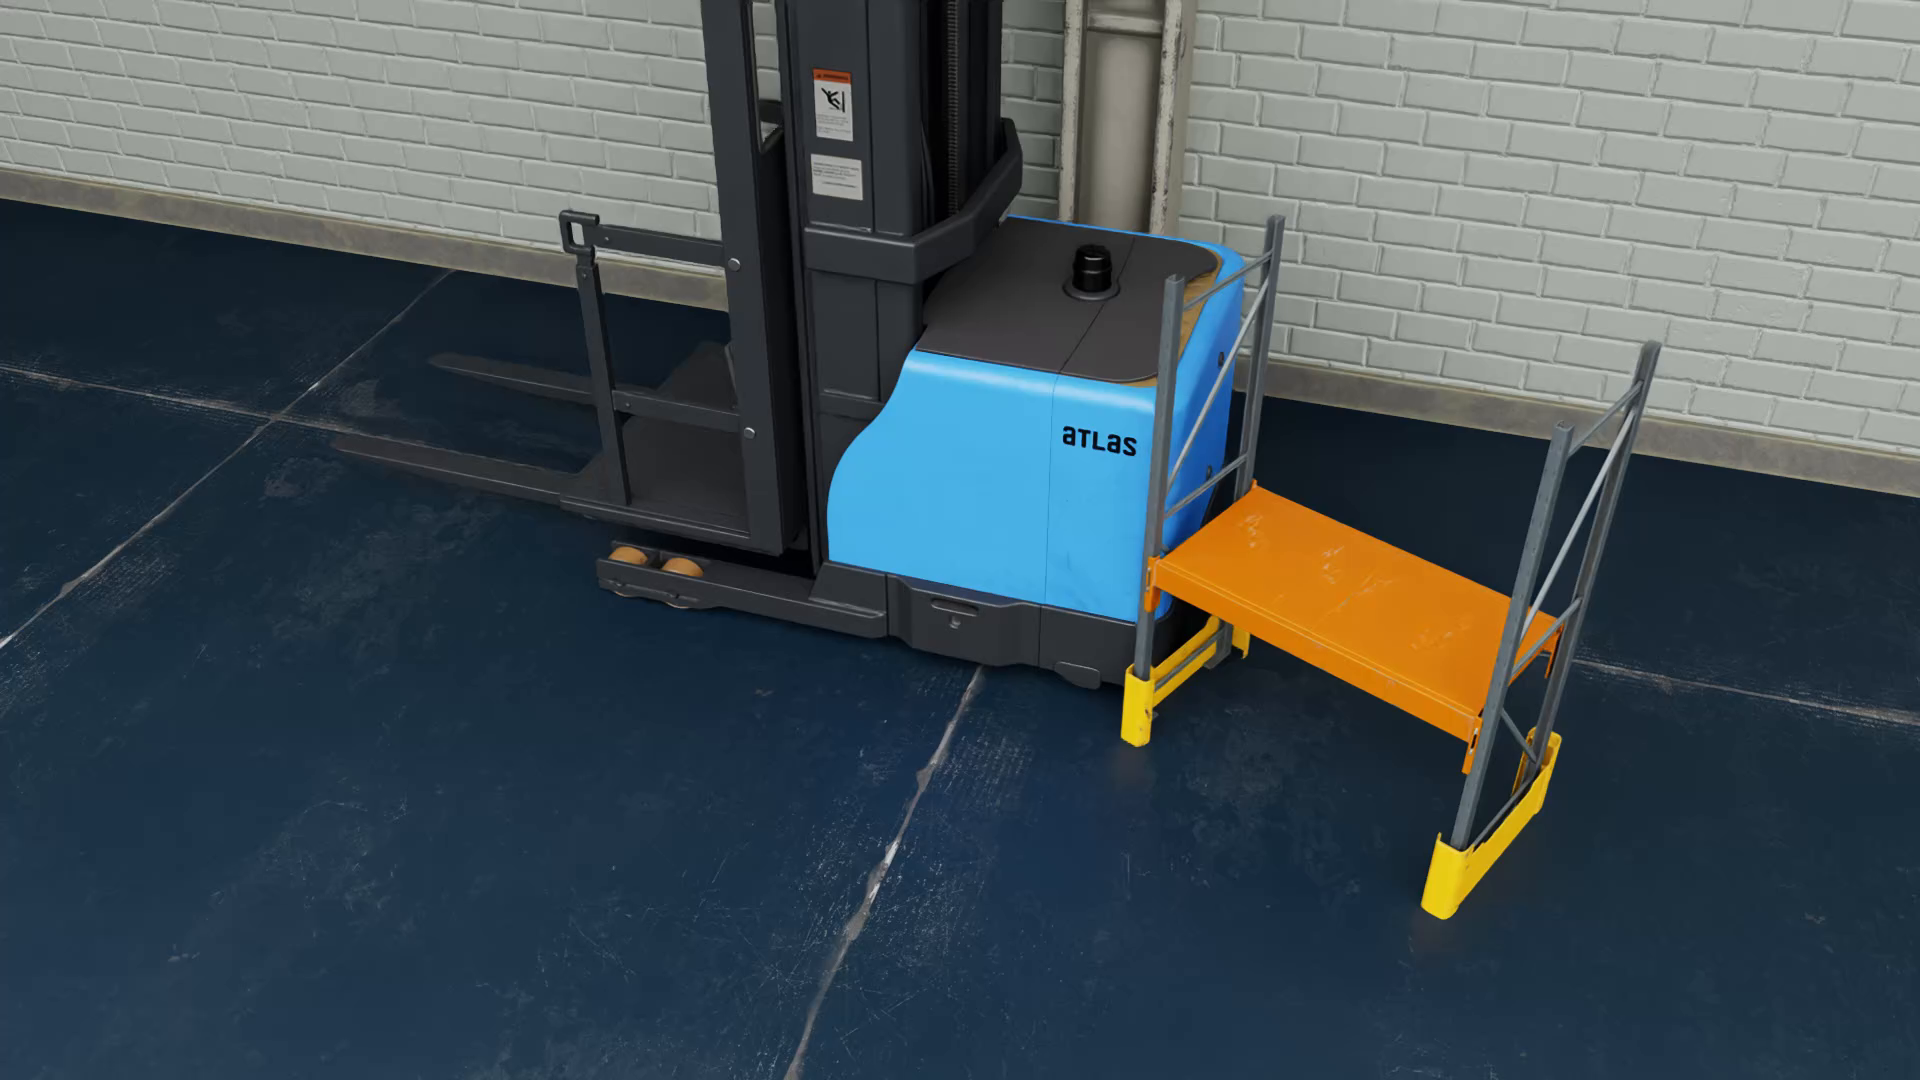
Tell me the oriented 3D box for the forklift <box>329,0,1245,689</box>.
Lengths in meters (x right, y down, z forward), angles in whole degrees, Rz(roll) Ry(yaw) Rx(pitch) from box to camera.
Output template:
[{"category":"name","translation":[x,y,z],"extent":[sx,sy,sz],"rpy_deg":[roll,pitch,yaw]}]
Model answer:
[{"category":"forklift","translation":[-0.673,-1.239,4.961],"extent":[3.031,2.935,1.130],"rpy_deg":[11,38,15]}]

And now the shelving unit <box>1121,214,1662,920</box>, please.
[{"category":"shelving unit","translation":[1.069,0.061,4.401],"extent":[1.083,1.500,0.587],"rpy_deg":[28,44,32]}]

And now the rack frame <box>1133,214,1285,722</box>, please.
[{"category":"rack frame","translation":[0.681,-0.141,4.677],"extent":[0.032,1.500,0.500],"rpy_deg":[28,44,32]}]

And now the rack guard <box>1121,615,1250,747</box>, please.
[{"category":"rack guard","translation":[0.696,0.370,5.037],"extent":[0.087,0.250,0.587],"rpy_deg":[28,44,32]}]

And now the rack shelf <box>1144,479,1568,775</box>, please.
[{"category":"rack shelf","translation":[1.062,0.203,4.513],"extent":[1.000,0.185,0.538],"rpy_deg":[28,44,32]}]

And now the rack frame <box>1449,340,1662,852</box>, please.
[{"category":"rack frame","translation":[1.444,0.257,4.136],"extent":[0.032,1.500,0.500],"rpy_deg":[28,44,32]}]

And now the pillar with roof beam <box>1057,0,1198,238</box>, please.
[{"category":"pillar with roof beam","translation":[-0.697,-1.794,0.596],"extent":[0.400,9.000,9.100],"rpy_deg":[10,38,14]}]

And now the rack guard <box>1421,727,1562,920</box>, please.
[{"category":"rack guard","translation":[1.443,0.760,4.507],"extent":[0.087,0.250,0.587],"rpy_deg":[28,44,32]}]
